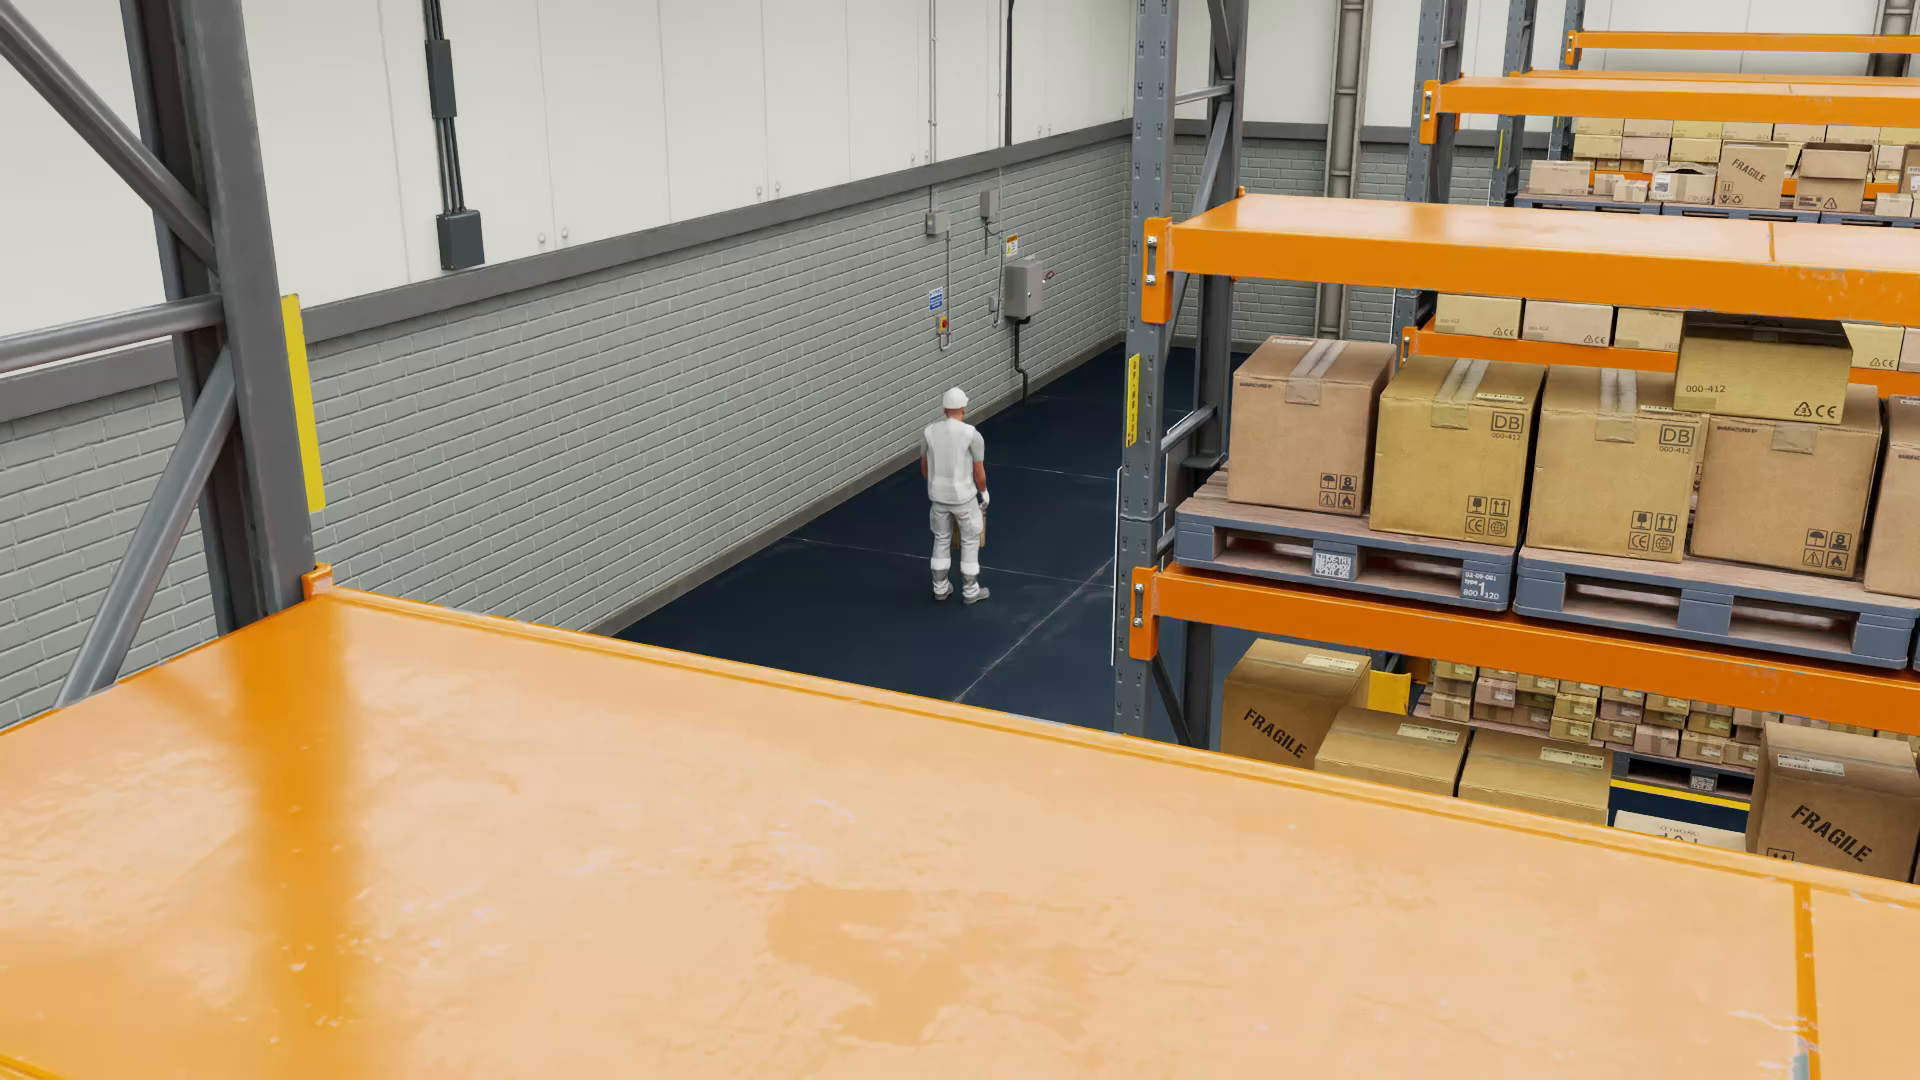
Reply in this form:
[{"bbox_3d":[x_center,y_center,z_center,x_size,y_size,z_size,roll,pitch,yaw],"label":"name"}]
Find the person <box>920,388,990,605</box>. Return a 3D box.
[{"bbox_3d":[-0.048,-0.358,13.582,0.553,1.785,0.417,8,20,21],"label":"person"}]
